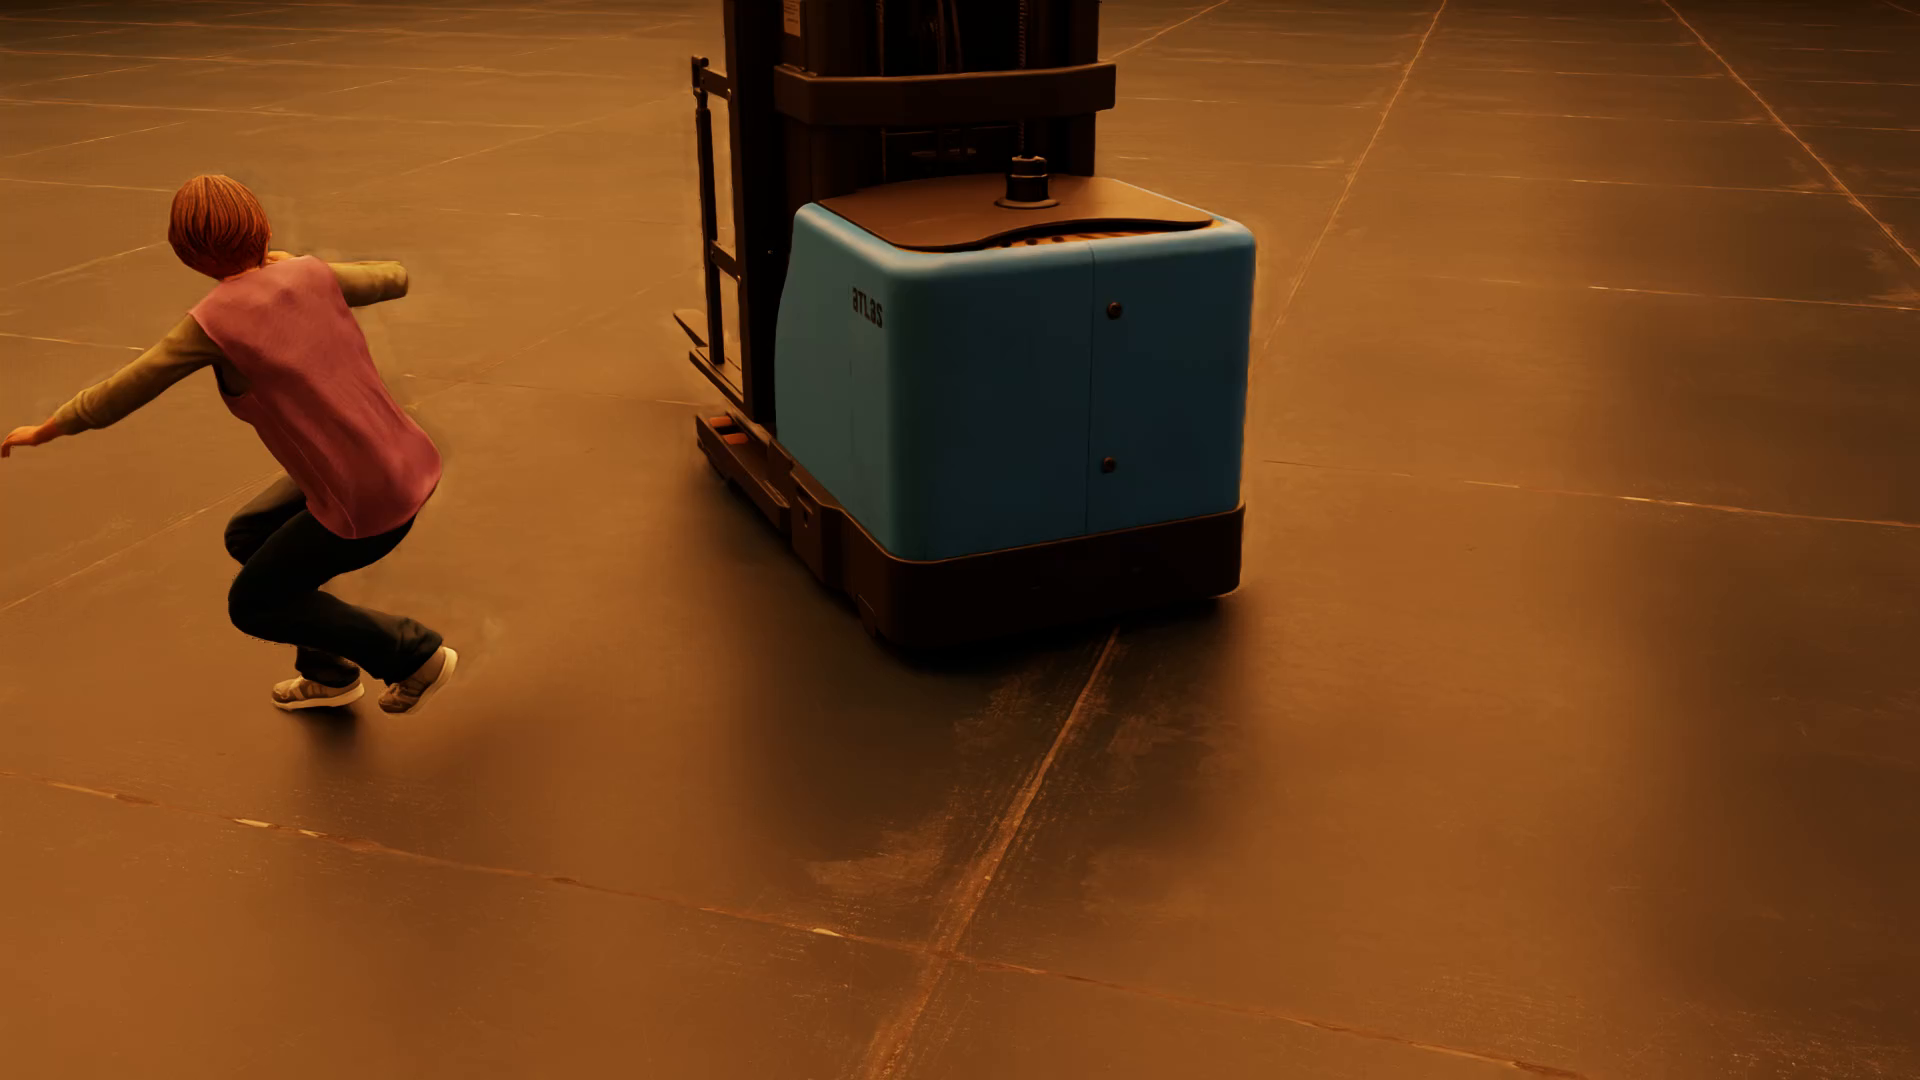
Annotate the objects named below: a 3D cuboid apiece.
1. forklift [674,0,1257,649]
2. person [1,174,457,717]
[{"bbox_3d":[-0.263,-1.606,5.170,1.130,2.935,3.031,-9,24,-21],"label":"forklift"},{"bbox_3d":[-1.634,-0.182,3.830,0.922,1.336,0.652,3,23,7],"label":"person"}]
